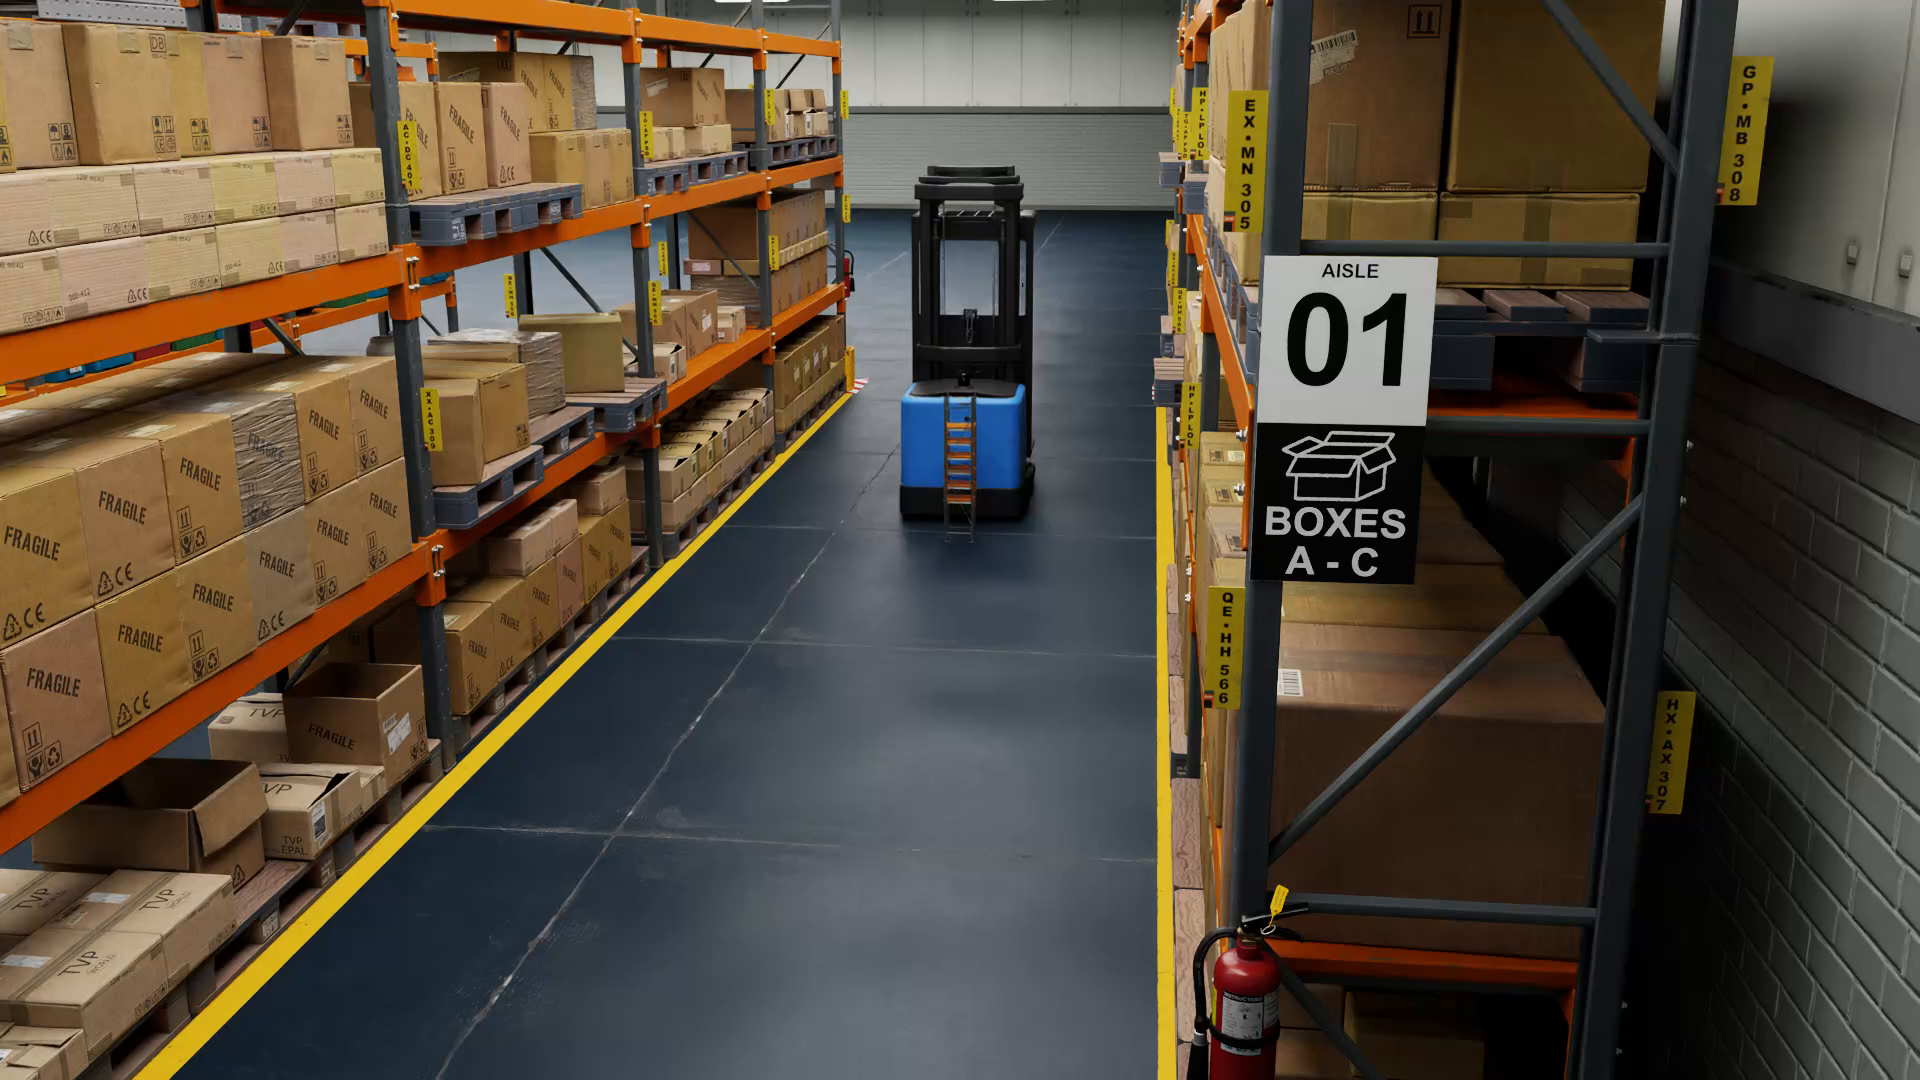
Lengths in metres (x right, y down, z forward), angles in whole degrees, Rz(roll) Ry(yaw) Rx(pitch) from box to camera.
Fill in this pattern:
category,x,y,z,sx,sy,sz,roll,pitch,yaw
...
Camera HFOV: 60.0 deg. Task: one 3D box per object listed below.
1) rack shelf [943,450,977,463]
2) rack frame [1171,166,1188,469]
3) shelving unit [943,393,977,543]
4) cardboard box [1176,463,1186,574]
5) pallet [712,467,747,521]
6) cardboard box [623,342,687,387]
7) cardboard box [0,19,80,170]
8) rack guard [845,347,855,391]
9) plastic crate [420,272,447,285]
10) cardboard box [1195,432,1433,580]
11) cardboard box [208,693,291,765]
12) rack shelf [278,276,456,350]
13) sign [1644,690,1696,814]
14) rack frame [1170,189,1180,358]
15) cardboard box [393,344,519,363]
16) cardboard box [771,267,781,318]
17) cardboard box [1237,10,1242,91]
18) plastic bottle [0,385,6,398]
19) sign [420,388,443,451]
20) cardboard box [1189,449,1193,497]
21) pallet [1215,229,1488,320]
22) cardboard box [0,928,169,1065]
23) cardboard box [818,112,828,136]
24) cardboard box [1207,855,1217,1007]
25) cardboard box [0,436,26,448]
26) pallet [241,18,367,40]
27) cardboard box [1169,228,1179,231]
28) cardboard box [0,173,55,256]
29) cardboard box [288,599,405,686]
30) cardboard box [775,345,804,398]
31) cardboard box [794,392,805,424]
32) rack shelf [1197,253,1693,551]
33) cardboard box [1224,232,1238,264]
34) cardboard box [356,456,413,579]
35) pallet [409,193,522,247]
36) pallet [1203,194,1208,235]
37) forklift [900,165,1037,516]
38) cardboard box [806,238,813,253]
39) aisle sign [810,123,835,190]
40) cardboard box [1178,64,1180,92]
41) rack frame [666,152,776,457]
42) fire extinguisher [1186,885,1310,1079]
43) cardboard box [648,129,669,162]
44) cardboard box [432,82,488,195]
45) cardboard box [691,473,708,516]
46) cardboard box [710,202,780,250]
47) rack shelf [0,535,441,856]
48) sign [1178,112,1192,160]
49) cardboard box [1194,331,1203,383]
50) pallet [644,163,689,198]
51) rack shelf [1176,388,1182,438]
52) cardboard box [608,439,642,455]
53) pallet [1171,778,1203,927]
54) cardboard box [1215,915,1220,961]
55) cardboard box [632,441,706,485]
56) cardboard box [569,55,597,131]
category,x,y,z,sx,sy,sz,roll,pitch,yaw
rack shelf,0.002,-0.656,13.500,0.258,0.103,0.180,2,15,6
rack frame,2.567,-2.144,15.844,1.000,3.000,0.127,2,15,6
shelving unit,0.002,-0.583,13.519,0.258,1.200,0.189,2,15,6
cardboard box,1.902,-0.084,11.542,0.750,0.750,0.750,1,15,6
pallet,-2.535,-0.433,14.859,1.003,0.211,1.213,2,15,6
cardboard box,-2.514,-1.434,13.391,0.500,0.311,0.500,2,15,6
cardboard box,-3.577,-1.549,5.791,0.700,0.500,0.500,2,15,6
rack guard,-1.902,-2.126,20.566,1.175,0.500,0.348,2,15,6
plastic crate,-6.585,-3.263,20.266,0.499,0.251,0.616,2,15,6
cardboard box,1.587,-0.073,7.613,0.980,0.700,0.700,2,15,7
cardboard box,-3.521,0.974,8.621,0.500,0.311,0.500,2,15,6
rack shelf,-7.051,-2.607,18.935,1.077,0.370,4.000,2,15,6
sign,1.763,0.530,4.144,0.100,0.325,0.005,2,15,6
rack frame,3.018,-3.181,19.680,1.000,3.000,0.127,2,15,6
cardboard box,-3.120,-0.925,10.340,0.700,0.500,0.500,-2,15,-8
cardboard box,-2.259,-2.589,17.299,0.700,0.500,0.500,2,15,6
cardboard box,1.092,-1.347,5.006,0.500,0.500,0.500,2,15,8
plastic bottle,-7.350,-1.224,12.667,0.061,0.283,0.133,2,15,6
sign,-2.718,-0.618,8.541,0.100,0.325,0.005,2,15,6
cardboard box,1.513,-0.530,9.076,0.500,0.500,0.500,2,15,7
pallet,1.421,-0.947,5.840,1.003,0.211,1.213,2,15,6
cardboard box,-3.310,1.676,6.141,0.500,0.250,0.500,2,15,6
cardboard box,-1.772,-4.666,18.638,0.500,0.250,0.500,2,15,6
cardboard box,1.305,1.528,6.250,0.700,0.500,0.500,1,15,4
cardboard box,-3.823,-0.096,6.165,0.500,0.500,0.500,2,15,8
pallet,-7.076,-5.579,18.184,1.003,0.211,1.213,2,15,6
cardboard box,2.600,-3.238,18.701,0.500,0.500,0.500,2,15,6
cardboard box,-3.330,-1.048,5.376,0.500,0.250,0.500,2,15,6
cardboard box,-3.487,0.644,9.480,0.500,0.500,0.500,2,15,6
cardboard box,-1.944,-1.767,17.477,0.500,0.500,0.500,2,15,6
cardboard box,-1.941,-1.405,17.574,0.500,0.250,0.500,2,15,6
rack shelf,1.438,-0.651,5.954,1.077,0.370,4.000,2,15,6
cardboard box,1.089,-0.991,5.124,0.500,0.250,0.500,1,15,4
cardboard box,-3.060,-0.125,8.186,0.500,0.500,0.500,2,15,7
pallet,-3.115,-1.738,8.957,1.213,0.211,1.003,2,15,6
pallet,1.719,-1.664,8.688,0.805,0.209,1.217,1,15,4
forklift,0.134,-1.949,15.257,1.130,2.935,3.031,1,15,5
cardboard box,-1.875,-3.315,18.742,0.380,0.149,0.250,2,15,8
aisle sign,-1.605,-4.589,19.908,0.394,0.787,0.004,2,15,6
cardboard box,2.406,-4.413,16.346,0.500,0.500,0.500,3,15,9
rack frame,-2.356,-2.289,16.380,1.000,3.000,0.127,2,15,6
fire extinguisher,0.737,1.211,4.298,0.296,0.674,0.183,2,15,6
cardboard box,-2.695,-3.233,13.610,0.500,0.250,0.500,1,15,5
cardboard box,-3.076,-2.264,9.352,0.600,0.600,0.600,2,15,6
cardboard box,-2.400,-0.384,13.800,0.500,0.250,0.500,1,15,5
cardboard box,-2.256,-3.210,17.108,0.700,0.500,0.500,2,15,6
rack shelf,-3.484,0.652,6.882,1.077,0.370,4.000,2,15,6
sign,1.577,-2.820,11.609,0.100,0.325,0.005,2,15,6
cardboard box,1.587,-1.026,9.472,0.500,0.250,0.500,2,15,7
pallet,-2.819,-2.787,12.837,1.213,0.211,1.003,2,15,9
rack shelf,2.341,-1.278,14.019,1.077,0.370,4.000,2,15,6
cardboard box,-2.940,-0.675,13.802,0.500,0.311,0.500,1,15,5
pallet,1.501,1.472,7.813,1.003,0.211,1.213,2,15,6
cardboard box,1.054,1.370,5.591,0.380,0.149,0.250,2,15,8
cardboard box,-2.405,-0.661,13.749,0.500,0.311,0.500,1,15,5
cardboard box,-2.863,-3.117,11.590,0.500,0.500,0.500,2,15,6
